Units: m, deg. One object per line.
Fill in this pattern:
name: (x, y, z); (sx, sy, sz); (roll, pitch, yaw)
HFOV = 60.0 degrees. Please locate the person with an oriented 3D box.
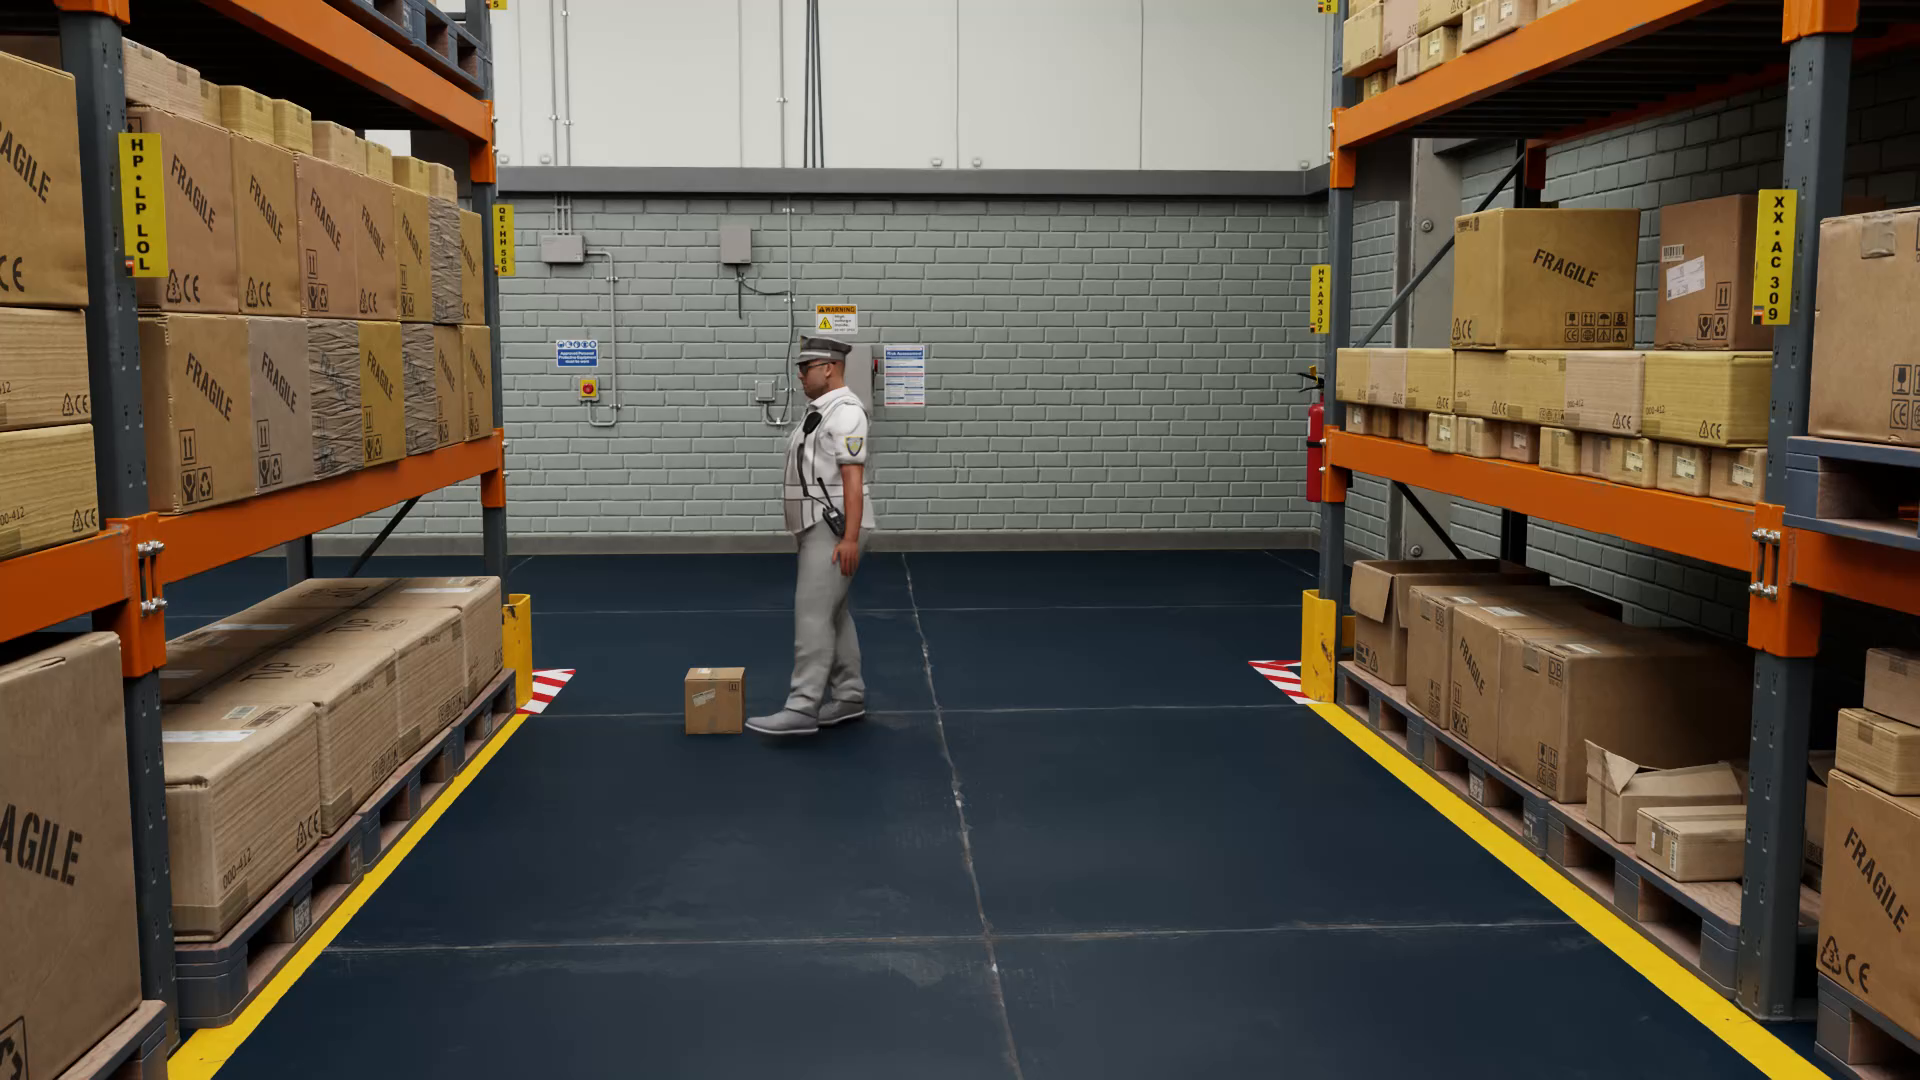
person: (-0.703, -0.028, 7.382); (0.626, 1.751, 0.553); (-2, 7, -19)
